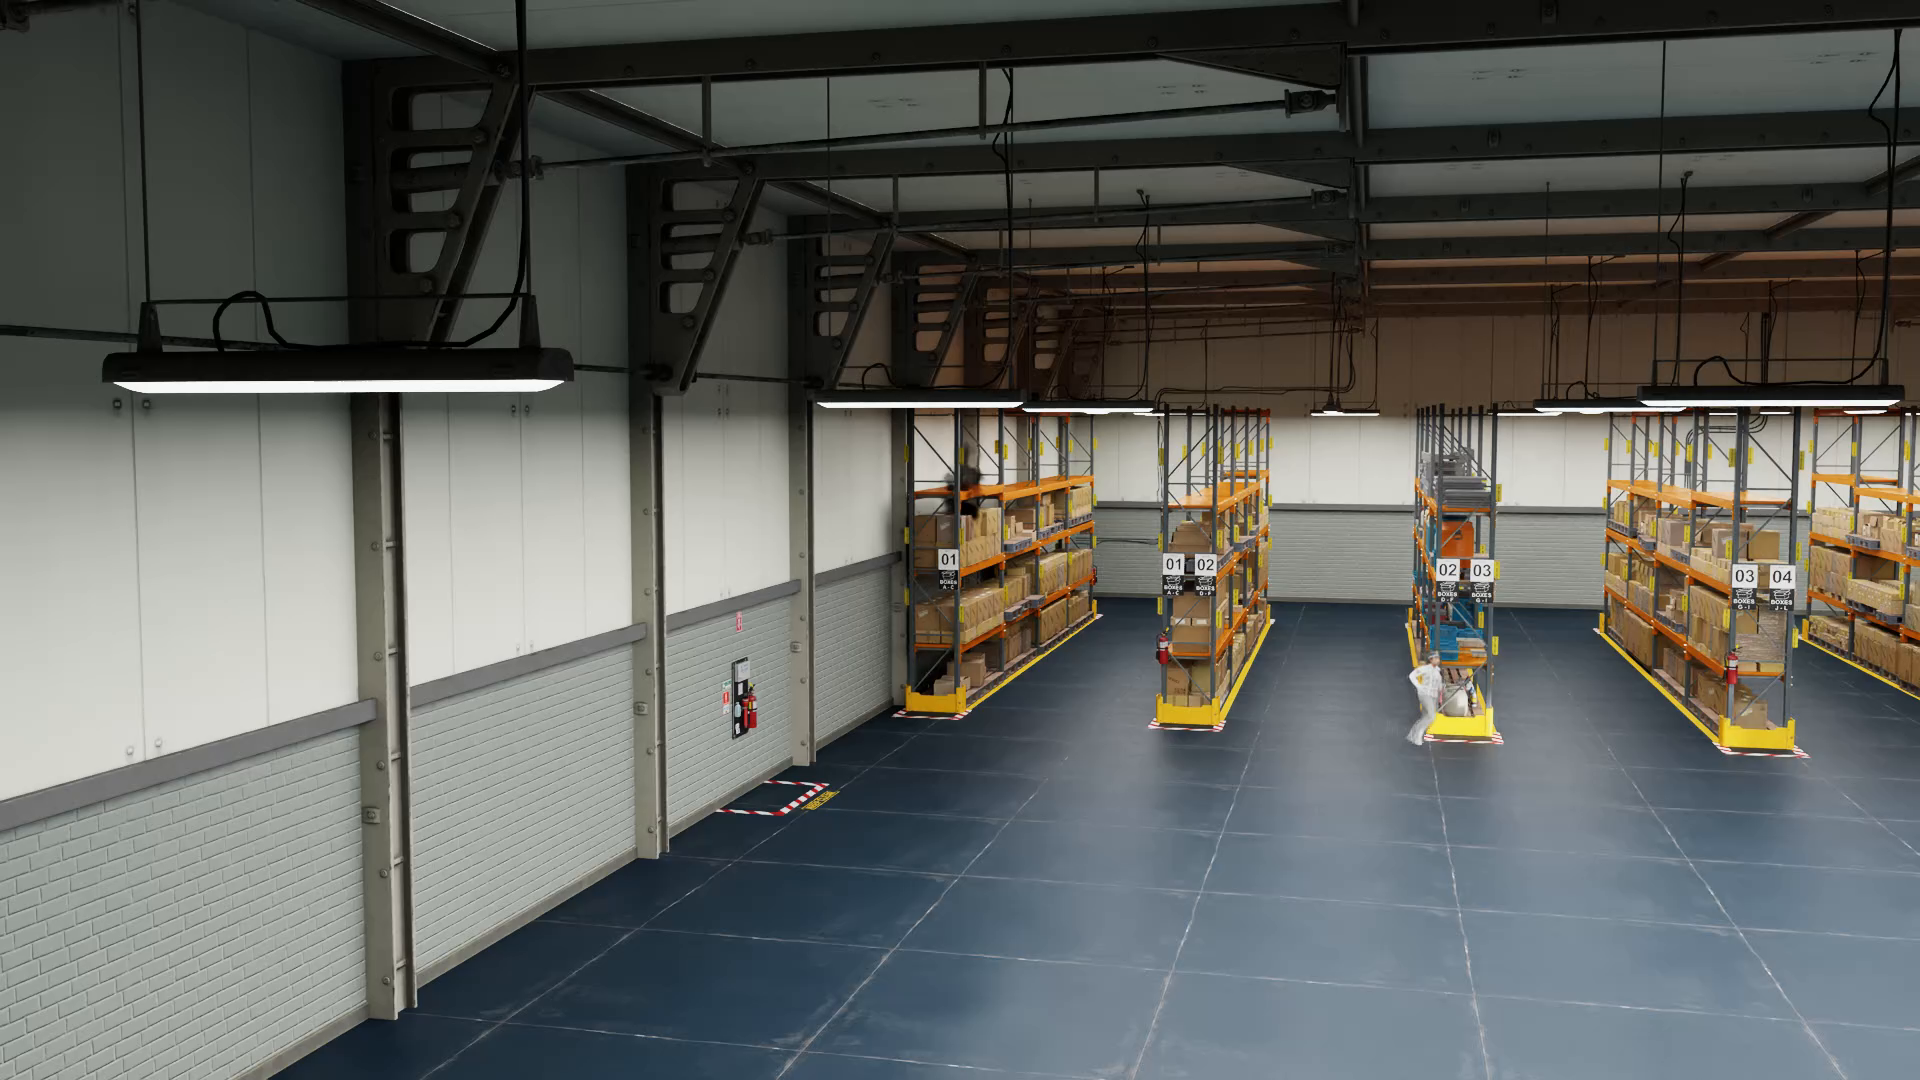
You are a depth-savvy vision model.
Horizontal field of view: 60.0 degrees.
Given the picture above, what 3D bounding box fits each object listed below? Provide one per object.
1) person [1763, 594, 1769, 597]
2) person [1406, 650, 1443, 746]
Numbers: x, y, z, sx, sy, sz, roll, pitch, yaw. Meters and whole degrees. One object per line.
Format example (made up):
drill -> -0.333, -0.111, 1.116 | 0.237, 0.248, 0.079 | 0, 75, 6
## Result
person -> 20.593, 1.798, 42.823 | 0.582, 1.621, 0.578 | 3, 5, 32
person -> 8.228, 2.770, 29.257 | 0.599, 1.685, 0.601 | -3, 5, -38
